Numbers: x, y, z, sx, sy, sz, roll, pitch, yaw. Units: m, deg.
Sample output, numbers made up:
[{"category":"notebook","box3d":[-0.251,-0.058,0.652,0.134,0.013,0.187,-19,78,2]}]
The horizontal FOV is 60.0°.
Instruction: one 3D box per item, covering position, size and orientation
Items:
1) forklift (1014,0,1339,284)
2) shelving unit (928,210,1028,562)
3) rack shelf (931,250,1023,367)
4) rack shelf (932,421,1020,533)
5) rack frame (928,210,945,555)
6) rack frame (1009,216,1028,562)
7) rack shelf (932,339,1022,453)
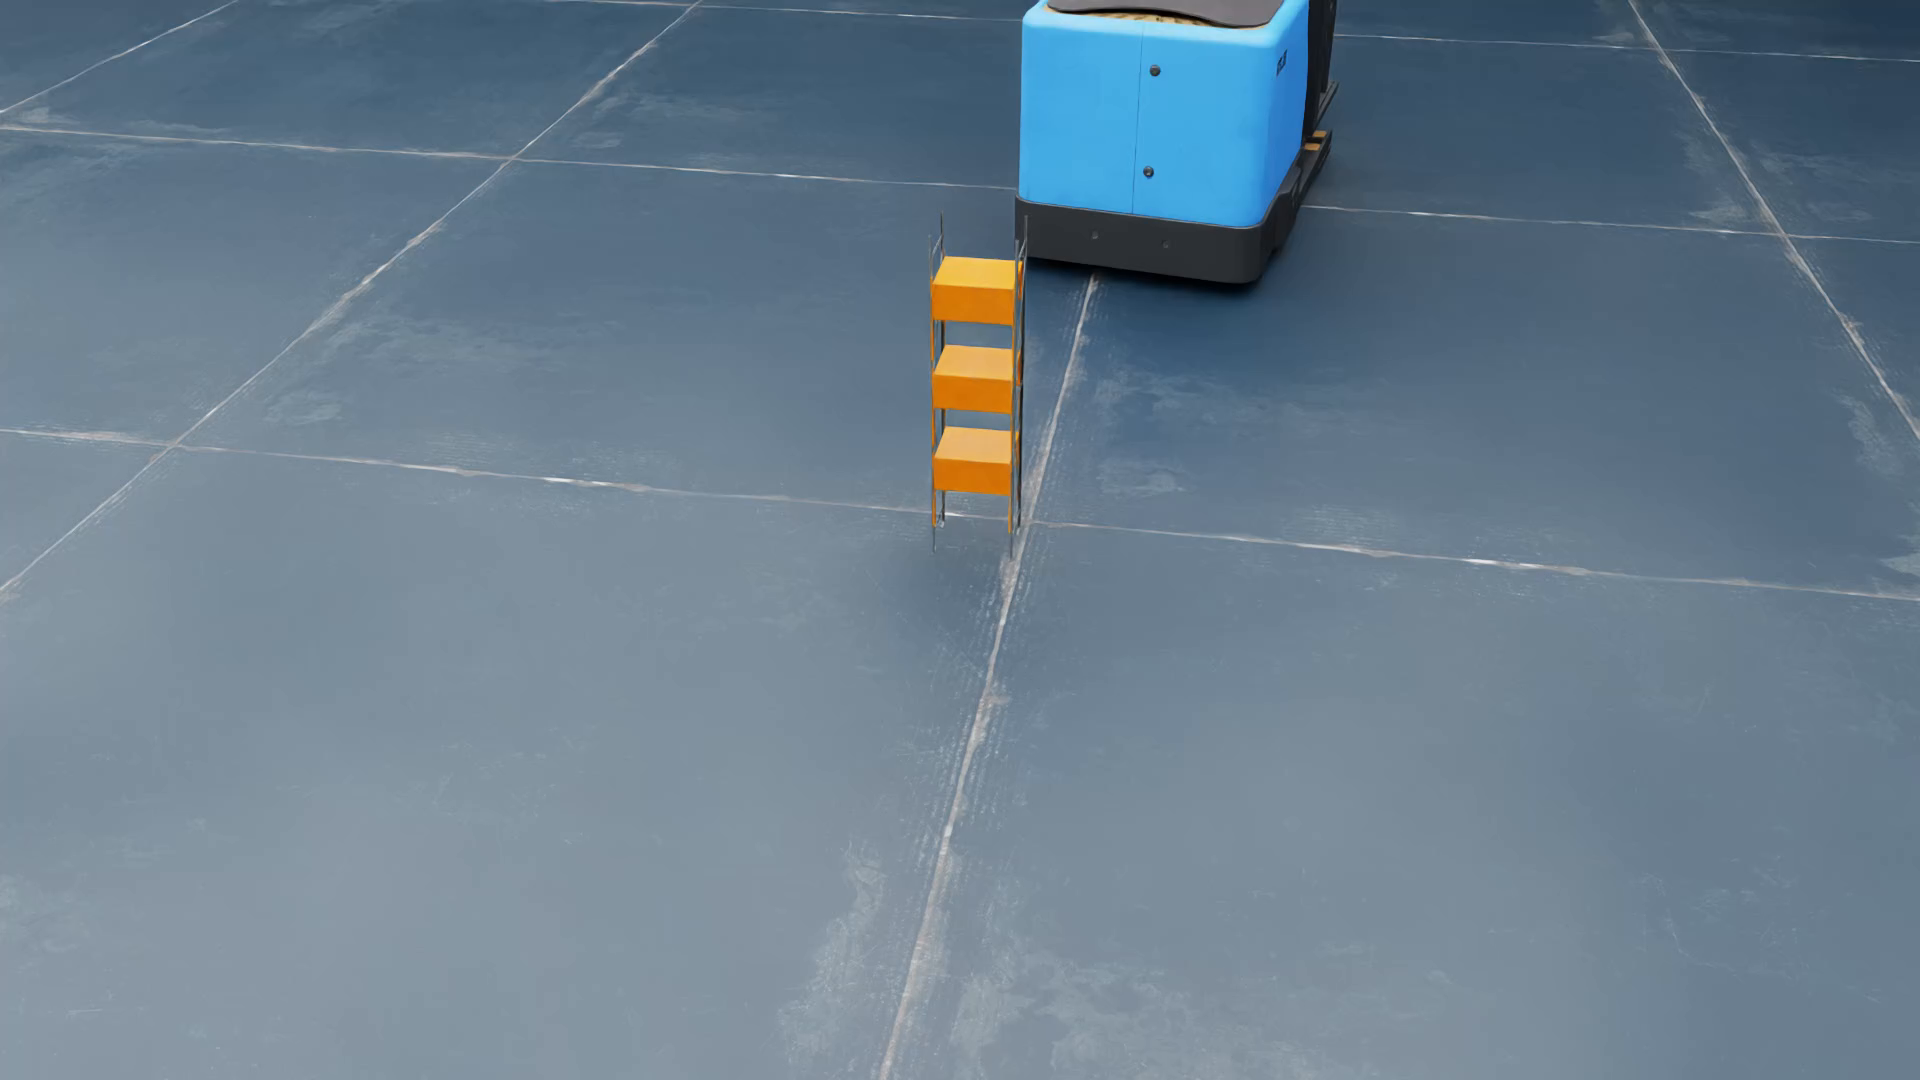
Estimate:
[{"category":"forklift","box3d":[1.199,-3.061,7.377,1.130,2.935,3.031,11,34,16]},{"category":"shelving unit","box3d":[0.053,-0.440,4.964,0.252,1.050,0.215,5,32,8]},{"category":"rack shelf","box3d":[0.053,-0.672,4.819,0.240,0.259,0.215,5,32,8]},{"category":"rack shelf","box3d":[0.053,-0.196,5.117,0.240,0.259,0.215,5,32,8]},{"category":"rack frame","box3d":[-0.068,-0.451,4.981,0.008,1.050,0.200,5,32,8]},{"category":"rack frame","box3d":[0.173,-0.429,4.946,0.008,1.050,0.200,5,32,8]},{"category":"rack shelf","box3d":[0.053,-0.431,4.969,0.240,0.259,0.215,5,32,8]}]
